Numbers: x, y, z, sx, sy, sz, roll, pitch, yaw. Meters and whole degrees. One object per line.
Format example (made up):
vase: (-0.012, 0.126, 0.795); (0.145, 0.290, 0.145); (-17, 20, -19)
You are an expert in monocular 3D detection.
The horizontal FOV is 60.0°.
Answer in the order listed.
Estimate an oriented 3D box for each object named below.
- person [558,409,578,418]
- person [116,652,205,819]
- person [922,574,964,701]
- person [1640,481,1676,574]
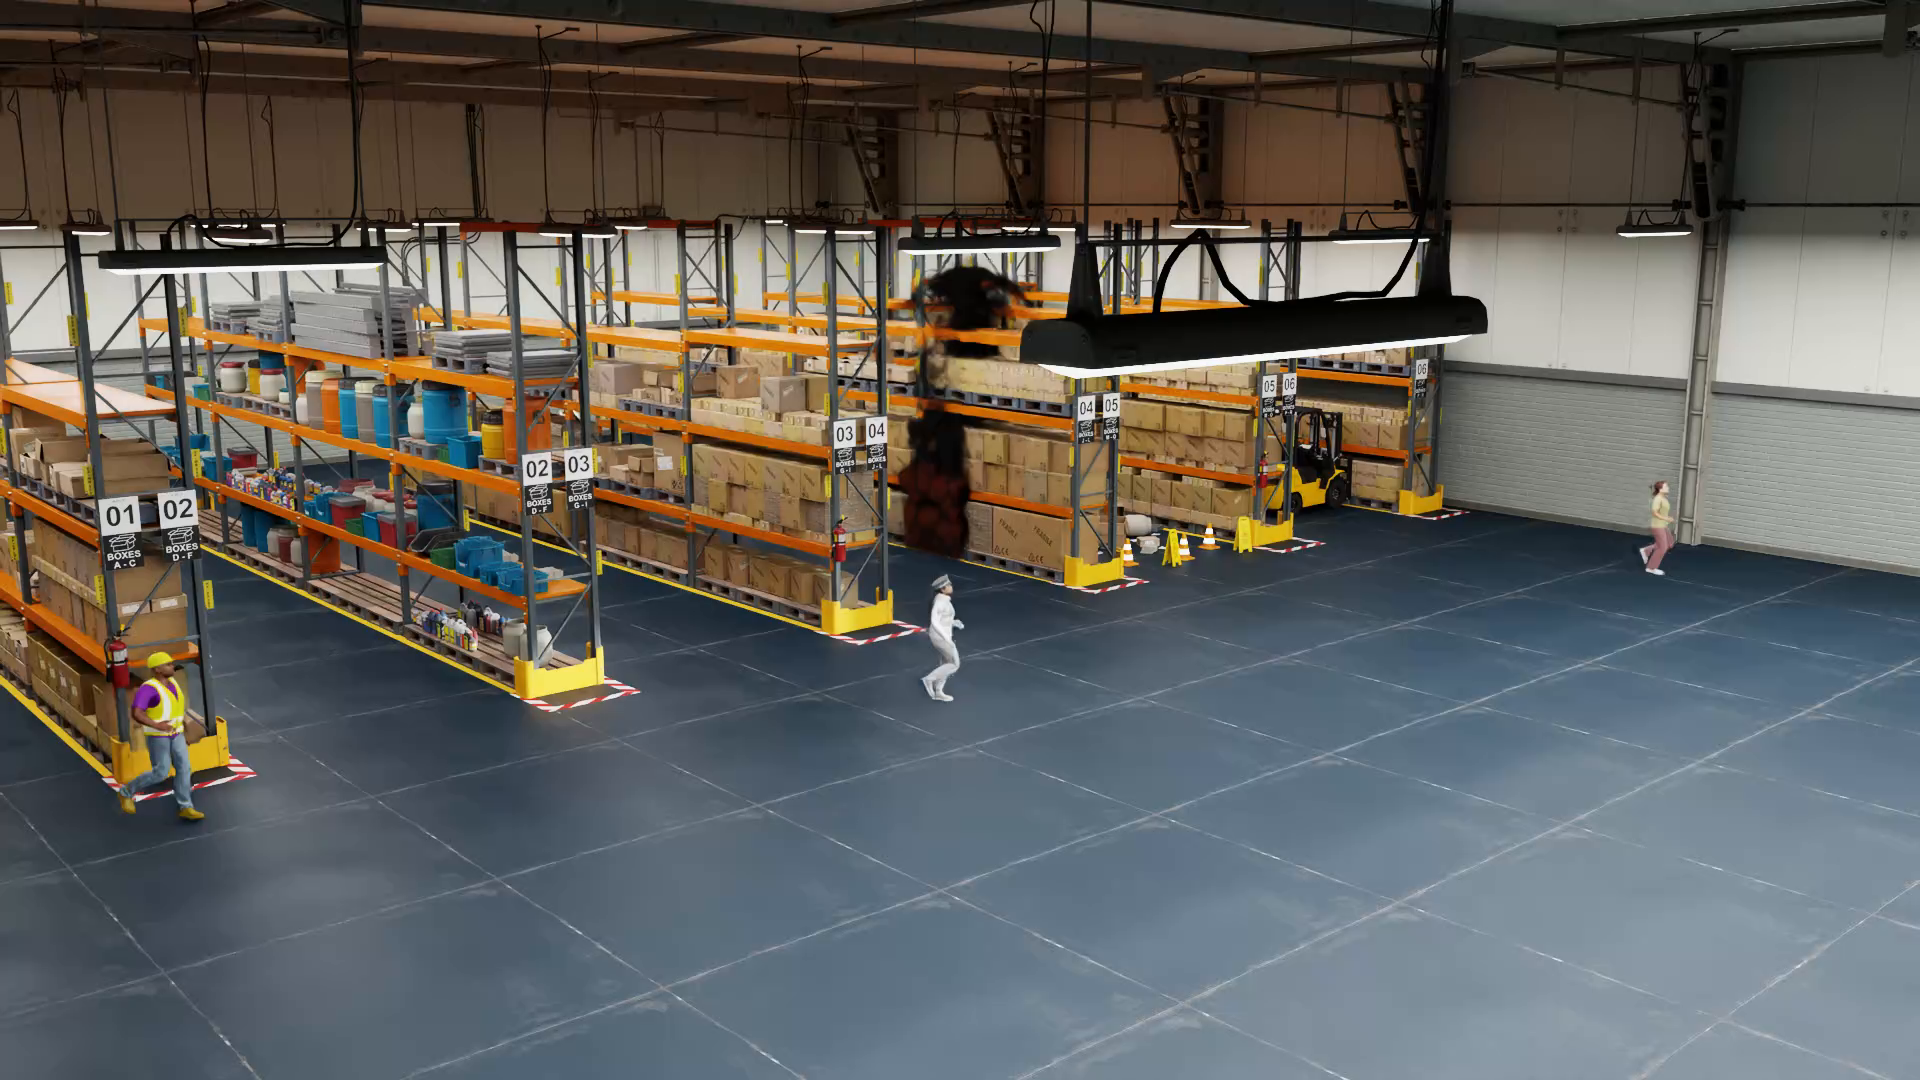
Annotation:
person: (-9.583, -2.581, 40.369); (0.758, 1.696, 0.538); (8, 14, 34)
person: (-8.319, 2.028, 17.429); (0.924, 1.724, 0.765); (2, 12, 8)
person: (-0.222, 1.257, 21.485); (0.575, 1.671, 0.606); (-1, 12, -7)
person: (12.150, -0.221, 28.852); (0.509, 1.636, 0.617); (7, 13, 31)
